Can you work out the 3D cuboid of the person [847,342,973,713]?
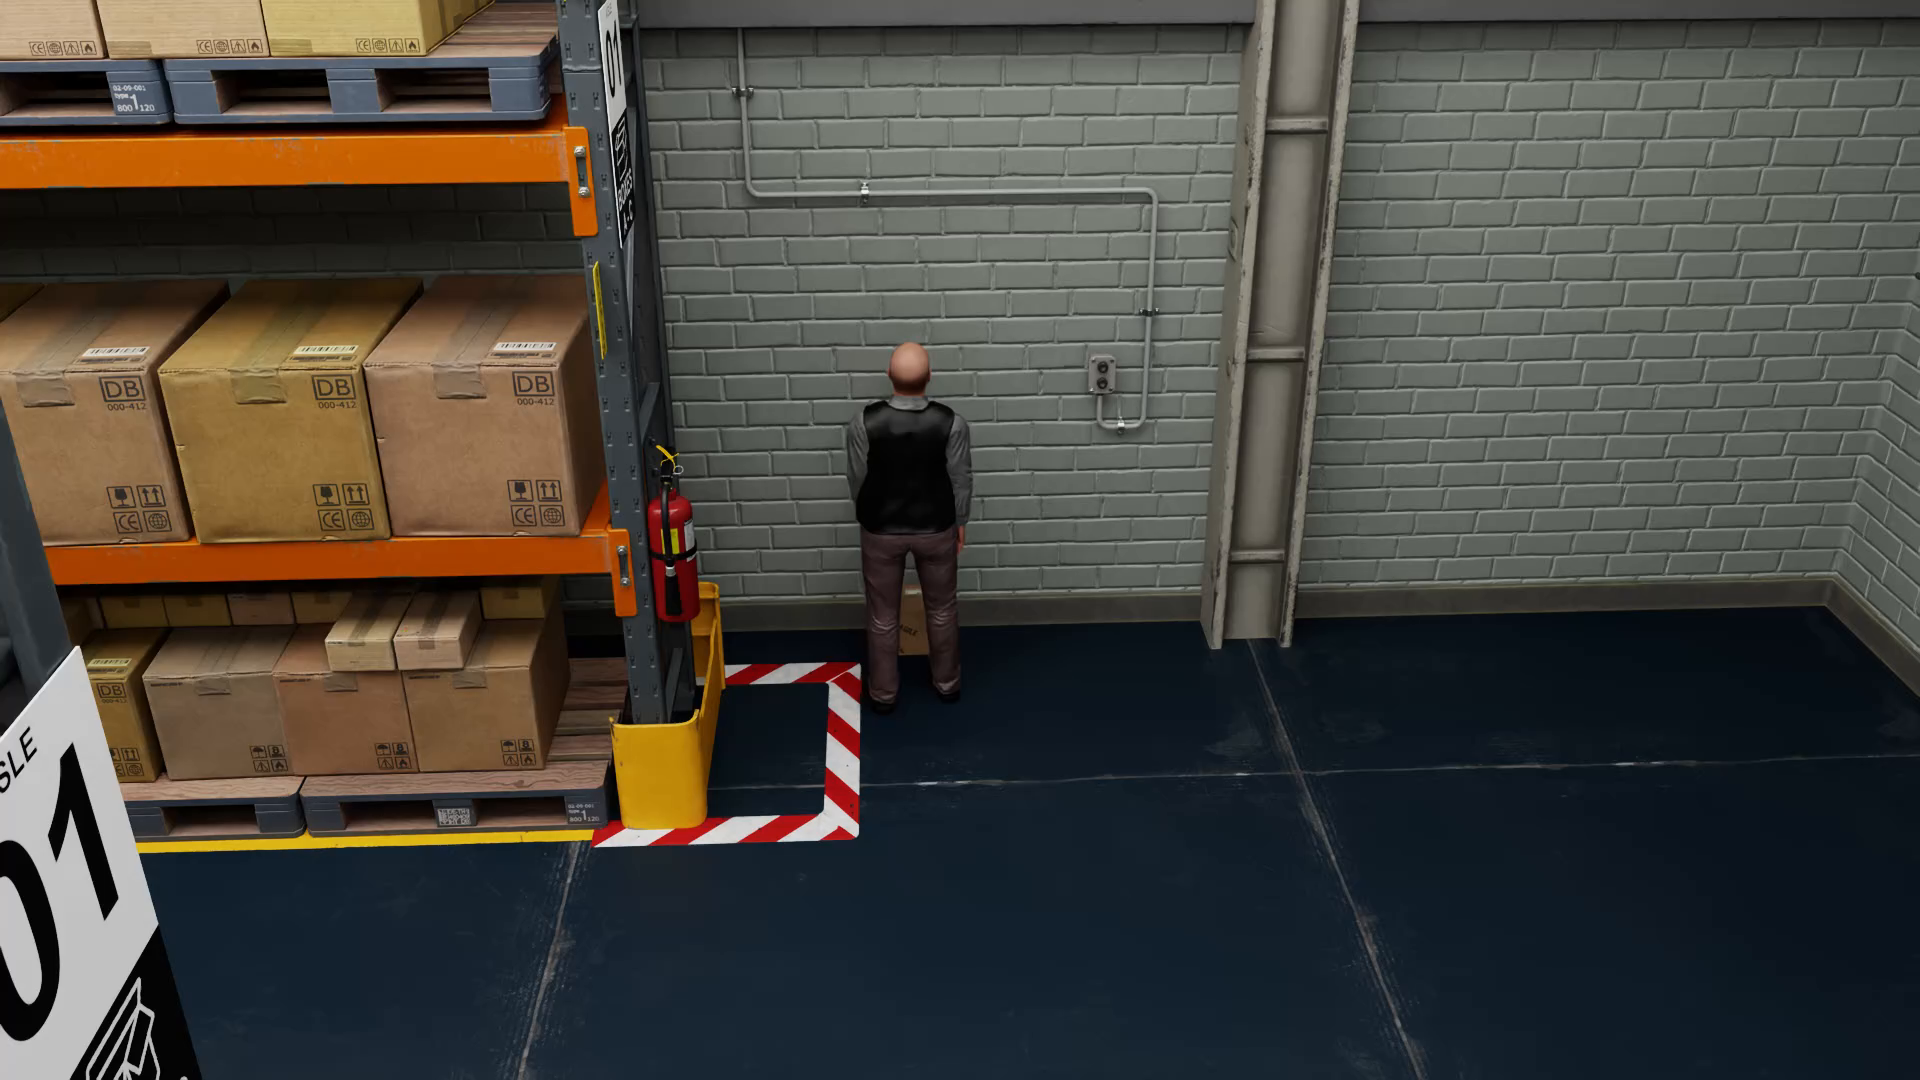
[{"bbox_3d":[-0.217,-0.060,7.243,0.537,1.729,0.399,-2,27,-4],"label":"person"}]
